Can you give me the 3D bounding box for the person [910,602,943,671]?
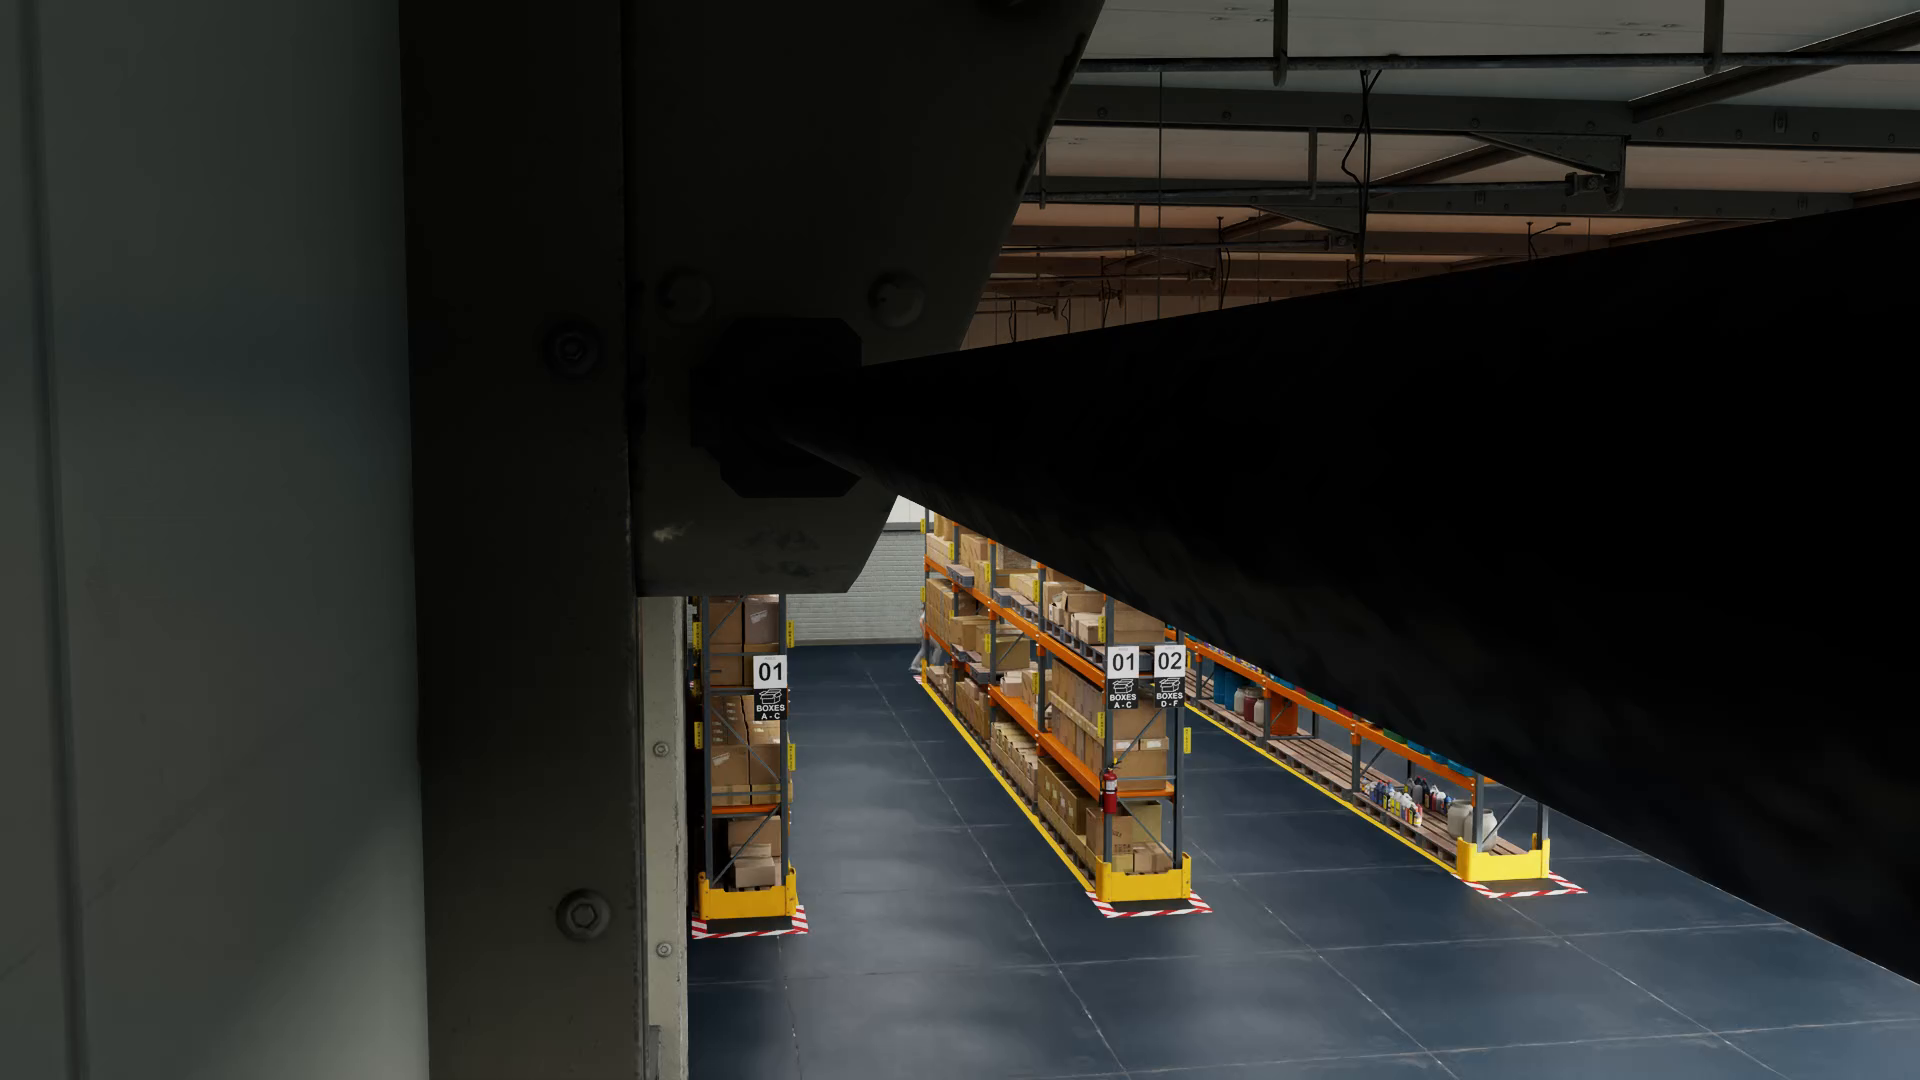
[{"bbox_3d":[-0.757,2.194,37.684,0.749,1.688,0.554,-1,5,-9],"label":"person"}]
